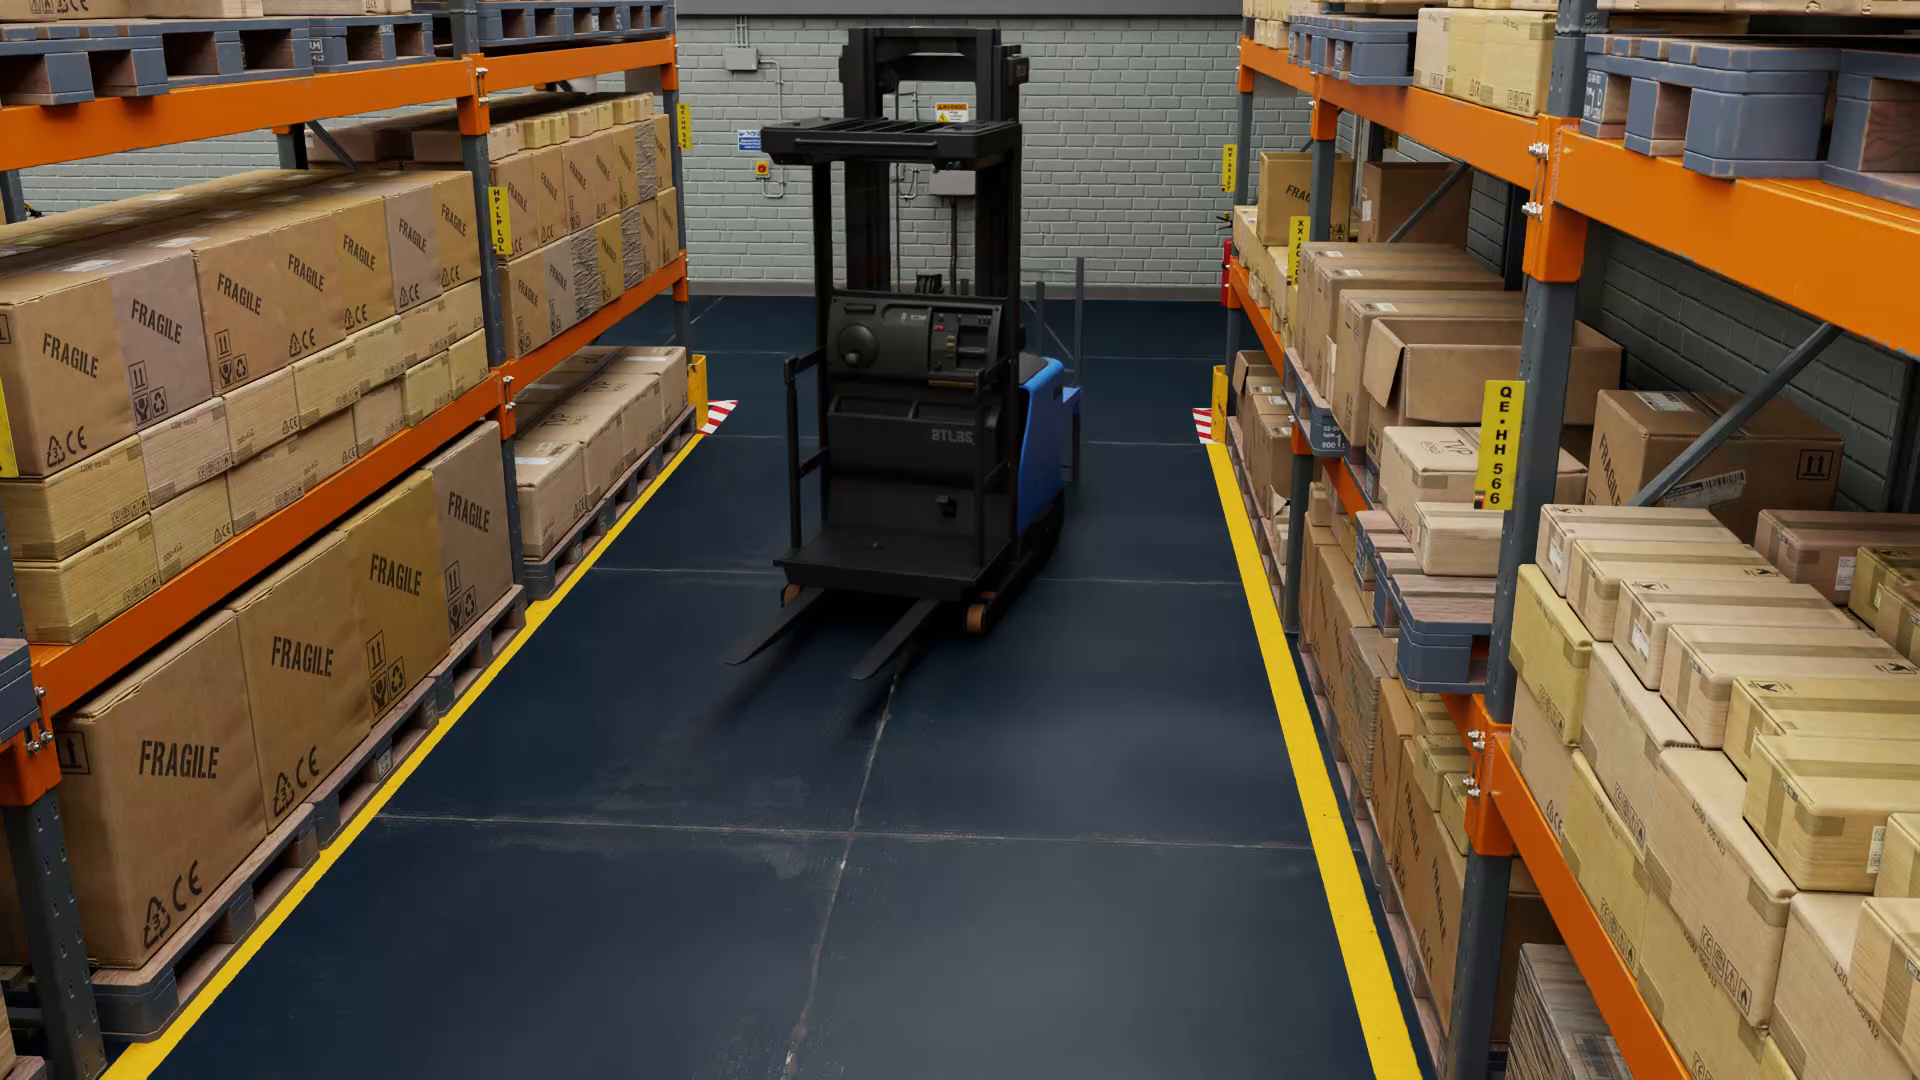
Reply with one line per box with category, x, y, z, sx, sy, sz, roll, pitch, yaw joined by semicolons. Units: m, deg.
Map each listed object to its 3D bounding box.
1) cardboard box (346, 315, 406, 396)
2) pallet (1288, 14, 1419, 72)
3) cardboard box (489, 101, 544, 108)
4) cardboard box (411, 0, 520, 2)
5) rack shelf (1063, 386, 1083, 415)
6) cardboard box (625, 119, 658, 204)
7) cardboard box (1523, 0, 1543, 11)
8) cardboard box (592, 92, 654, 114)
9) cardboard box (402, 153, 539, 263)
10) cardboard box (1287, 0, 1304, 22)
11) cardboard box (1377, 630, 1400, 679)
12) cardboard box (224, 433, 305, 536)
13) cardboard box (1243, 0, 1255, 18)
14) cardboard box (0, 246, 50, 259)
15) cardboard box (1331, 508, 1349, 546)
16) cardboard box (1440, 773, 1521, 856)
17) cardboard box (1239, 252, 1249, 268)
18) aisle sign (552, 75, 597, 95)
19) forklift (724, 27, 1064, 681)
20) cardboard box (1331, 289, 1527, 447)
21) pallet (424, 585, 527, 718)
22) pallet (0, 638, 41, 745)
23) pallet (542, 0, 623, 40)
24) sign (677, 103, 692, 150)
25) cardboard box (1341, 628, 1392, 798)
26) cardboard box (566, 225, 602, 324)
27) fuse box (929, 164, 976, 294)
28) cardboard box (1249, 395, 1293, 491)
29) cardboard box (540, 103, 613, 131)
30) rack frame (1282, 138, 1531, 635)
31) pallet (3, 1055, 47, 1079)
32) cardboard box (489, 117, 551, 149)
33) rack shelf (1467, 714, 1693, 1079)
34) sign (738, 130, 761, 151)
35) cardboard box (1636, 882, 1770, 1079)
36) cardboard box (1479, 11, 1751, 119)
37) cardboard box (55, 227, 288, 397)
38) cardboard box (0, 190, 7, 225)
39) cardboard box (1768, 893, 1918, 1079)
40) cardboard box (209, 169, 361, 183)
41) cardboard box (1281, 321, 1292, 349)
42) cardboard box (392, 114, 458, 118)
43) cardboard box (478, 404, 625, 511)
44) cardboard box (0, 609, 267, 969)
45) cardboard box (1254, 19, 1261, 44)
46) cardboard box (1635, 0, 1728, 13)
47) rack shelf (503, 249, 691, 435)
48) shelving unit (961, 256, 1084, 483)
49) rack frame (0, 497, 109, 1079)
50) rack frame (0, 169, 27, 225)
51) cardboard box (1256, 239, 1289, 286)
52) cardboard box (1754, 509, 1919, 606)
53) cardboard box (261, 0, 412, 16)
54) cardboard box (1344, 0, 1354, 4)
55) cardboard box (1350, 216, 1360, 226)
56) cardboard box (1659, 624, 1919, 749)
cardboard box;-2.647;-0.768;6.887;0.500;0.250;0.500;2;18;5
pallet;2.036;-2.086;6.956;1.213;0.211;1.003;1;18;4
cardboard box;-2.861;-2.703;10.548;0.380;0.149;0.250;1;18;4
cardboard box;-2.546;-2.958;8.321;0.500;0.500;0.500;2;18;5
rack shelf;0.401;-0.796;10.521;0.538;0.185;1.000;5;19;16
cardboard box;-2.317;-2.507;10.991;0.500;0.500;0.500;1;18;4
cardboard box;1.690;-1.448;4.307;0.380;0.149;0.250;1;18;3
cardboard box;-2.337;-3.018;11.507;0.380;0.149;0.250;2;18;5
cardboard box;-2.522;-1.725;8.605;0.500;0.500;0.500;1;18;4
cardboard box;1.965;-2.763;8.485;0.500;0.250;0.500;1;18;2
cardboard box;1.772;0.401;6.179;0.380;0.149;0.250;0;18;1
cardboard box;-2.736;-0.216;6.005;0.500;0.250;0.500;2;18;6
cardboard box;2.136;-3.557;10.907;0.500;0.250;0.500;1;18;3
cardboard box;-3.280;-0.667;5.374;0.500;0.500;0.500;2;18;5
cardboard box;1.919;-0.077;7.640;0.380;0.149;0.250;1;18;2
cardboard box;1.649;0.813;4.924;0.380;0.149;0.250;0;18;1
cardboard box;2.143;-1.978;11.545;0.380;0.149;0.250;1;18;3
aisle sign;-2.795;-3.567;11.816;0.394;0.787;0.004;1;18;4
forklift;-0.300;-1.045;8.406;1.130;2.935;3.031;5;19;16
cardboard box;1.802;-0.648;6.248;0.700;0.500;0.500;1;18;4
pallet;-2.778;0.506;8.039;1.003;0.211;1.213;1;18;4
pallet;-3.030;0.497;3.898;1.213;0.211;1.003;1;18;4
pallet;-2.639;-3.075;9.817;1.003;0.211;1.213;1;18;4
sign;-1.971;-2.949;11.866;0.100;0.325;0.005;1;18;4
cardboard box;1.782;0.664;6.419;0.500;0.500;0.500;1;18;2
cardboard box;-2.421;-1.558;9.701;0.500;0.500;0.500;1;18;4
fuse box;-0.046;-3.350;17.399;0.539;1.711;0.414;1;18;4
cardboard box;2.064;-0.590;10.247;0.500;0.500;0.500;2;18;5
cardboard box;-2.374;-2.620;10.294;0.380;0.149;0.250;2;18;5
rack frame;2.153;-0.951;8.007;1.000;3.000;0.127;1;18;4
pallet;-3.142;1.750;4.244;1.003;0.211;1.213;1;18;4
cardboard box;-2.459;-2.220;9.072;0.380;0.149;0.250;1;18;4
rack shelf;1.723;1.255;2.432;1.077;0.370;4.000;1;18;4
sign;-2.174;-4.203;17.499;0.327;0.218;0.001;1;18;4
cardboard box;1.520;0.811;2.870;0.500;0.250;0.500;1;18;2
cardboard box;1.661;-1.227;4.275;0.500;0.250;0.500;1;18;2
cardboard box;-2.727;-0.803;5.790;0.500;0.500;0.500;2;18;5
cardboard box;-7.231;-2.425;11.869;0.500;0.500;0.500;2;18;5
cardboard box;1.487;0.735;2.302;0.500;0.250;0.500;2;18;5
cardboard box;-3.116;-1.453;7.773;0.500;0.500;0.500;1;18;5
cardboard box;1.916;-1.099;8.862;0.380;0.149;0.250;2;18;5
cardboard box;-2.956;-2.308;9.342;0.380;0.149;0.250;1;18;3
cardboard box;-2.582;-0.513;10.112;0.875;0.438;0.875;1;18;2
cardboard box;-2.952;0.779;5.465;0.875;0.875;0.875;1;18;3
cardboard box;2.037;-3.169;10.363;0.380;0.149;0.250;2;18;5
cardboard box;1.571;-1.209;2.982;0.500;0.500;0.500;1;18;4
rack shelf;-2.655;-1.340;10.349;1.077;0.370;4.000;1;18;4
shelving unit;0.401;-0.967;10.465;0.538;1.500;1.048;5;19;16
rack frame;-3.085;0.182;4.550;1.000;3.000;0.127;1;18;4
rack frame;-7.456;-2.382;12.375;1.000;3.000;0.127;1;18;4
cardboard box;2.054;-1.655;9.919;0.500;0.250;0.500;1;18;2
cardboard box;2.045;0.041;3.777;0.380;0.149;0.250;2;18;6
cardboard box;-2.652;-2.365;6.974;0.500;0.311;0.500;1;18;4
cardboard box;1.664;-2.103;6.274;0.380;0.149;0.250;1;18;3
cardboard box;2.634;-1.954;10.833;0.500;0.250;0.500;1;18;4
cardboard box;1.533;0.273;3.070;0.380;0.149;0.250;1;18;5
